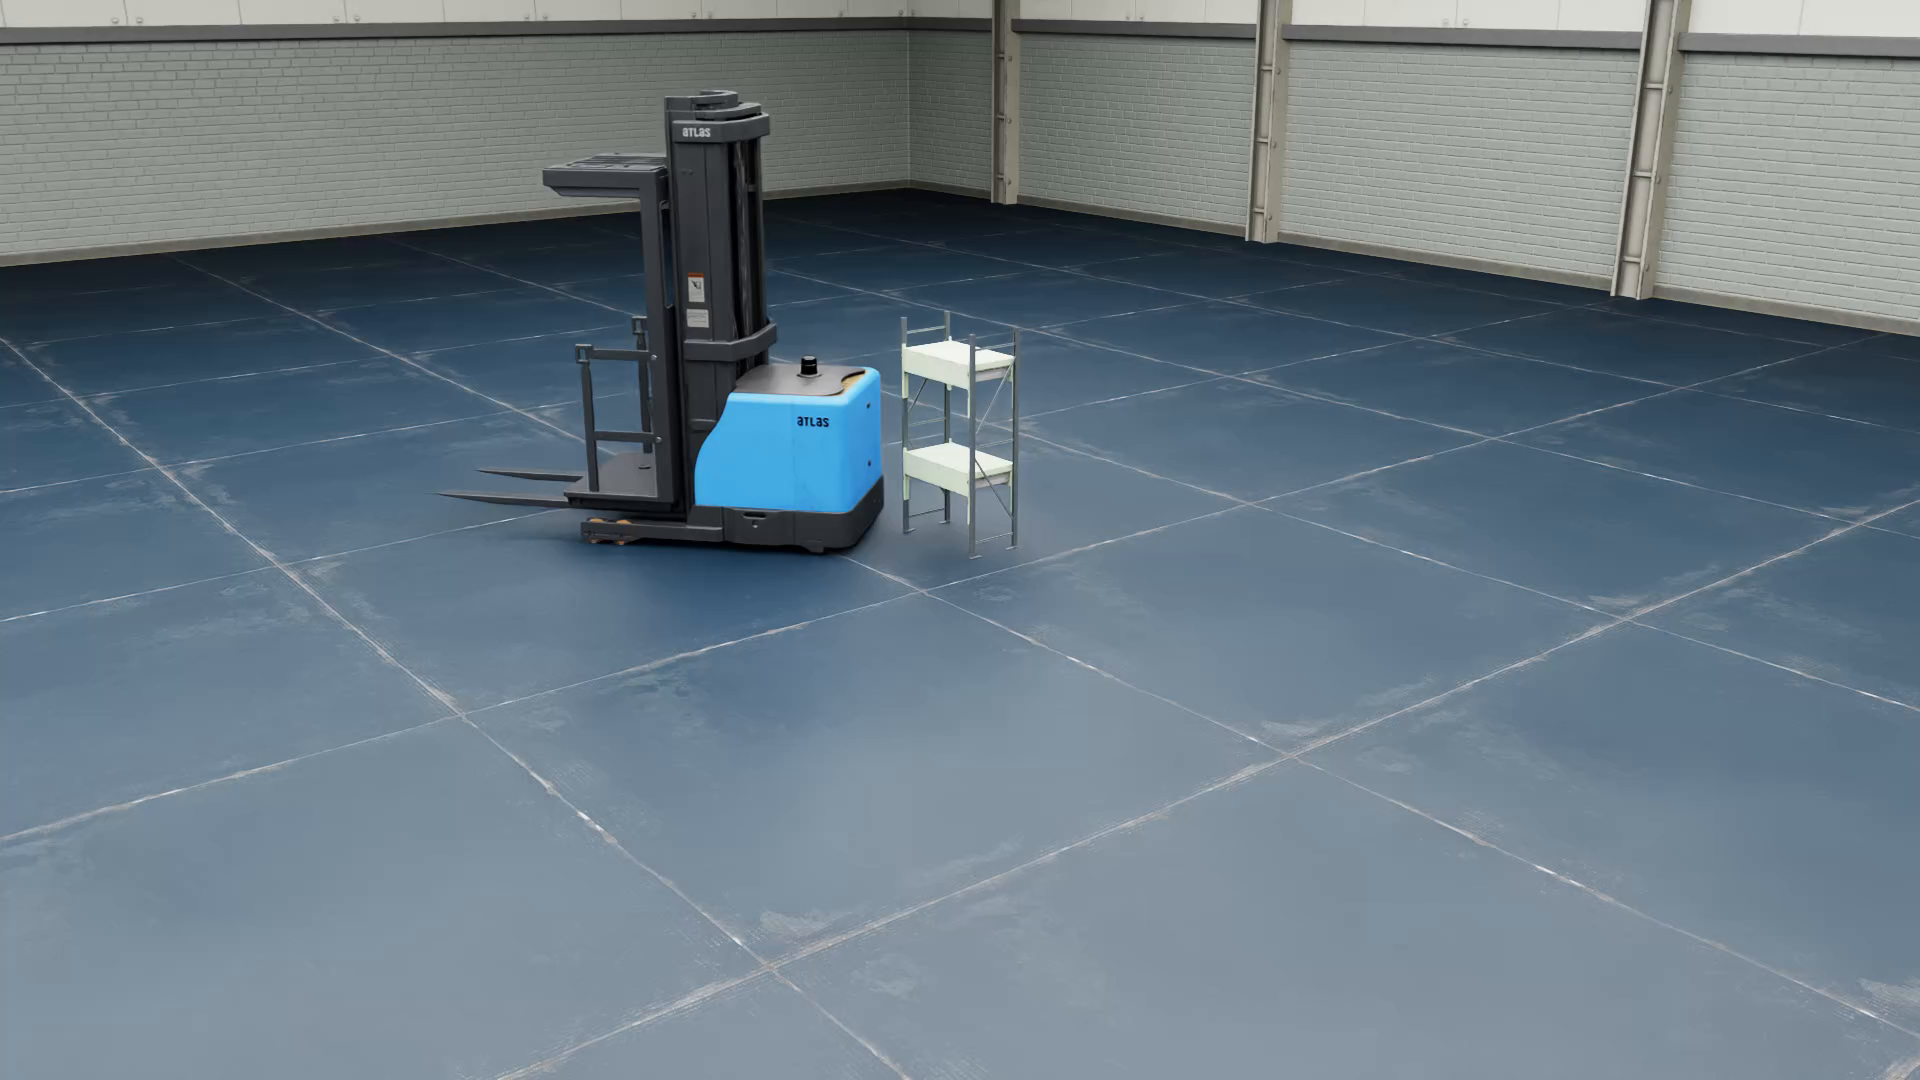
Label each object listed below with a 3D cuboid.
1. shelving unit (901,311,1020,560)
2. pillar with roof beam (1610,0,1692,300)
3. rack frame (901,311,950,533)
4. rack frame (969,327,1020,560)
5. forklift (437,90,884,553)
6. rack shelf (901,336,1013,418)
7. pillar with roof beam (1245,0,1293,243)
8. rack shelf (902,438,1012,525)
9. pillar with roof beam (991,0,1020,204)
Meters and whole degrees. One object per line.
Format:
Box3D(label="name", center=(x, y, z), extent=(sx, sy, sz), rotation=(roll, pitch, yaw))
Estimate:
Box3D(label="shelving unit", center=(-0.004, -0.714, 11.132), extent=(0.431, 1.500, 0.755), rotation=(-14, 23, -36))
Box3D(label="pillar with roof beam", center=(4.862, -6.422, 16.442), extent=(9.100, 9.000, 0.400), rotation=(-14, 23, -36))
Box3D(label="rack frame", center=(-0.231, -0.804, 11.404), extent=(0.400, 1.500, 0.023), rotation=(-14, 23, -36))
Box3D(label="rack frame", center=(0.223, -0.623, 10.859), extent=(0.400, 1.500, 0.023), rotation=(-14, 23, -36))
Box3D(label="forklift", center=(-2.110, -1.516, 11.279), extent=(3.031, 2.935, 1.130), rotation=(3, 19, 10))
Box3D(label="rack shelf", center=(-0.004, -1.084, 11.009), extent=(0.431, 0.370, 0.720), rotation=(-14, 23, -36))
Box3D(label="pillar with roof beam", center=(1.137, -7.901, 20.907), extent=(9.100, 9.000, 0.400), rotation=(-14, 23, -36))
Box3D(label="rack shelf", center=(-0.004, -0.404, 11.234), extent=(0.431, 0.370, 0.720), rotation=(-14, 23, -36))
Box3D(label="pillar with roof beam", center=(-2.589, -9.379, 25.371), extent=(9.100, 9.000, 0.400), rotation=(-14, 23, -36))
